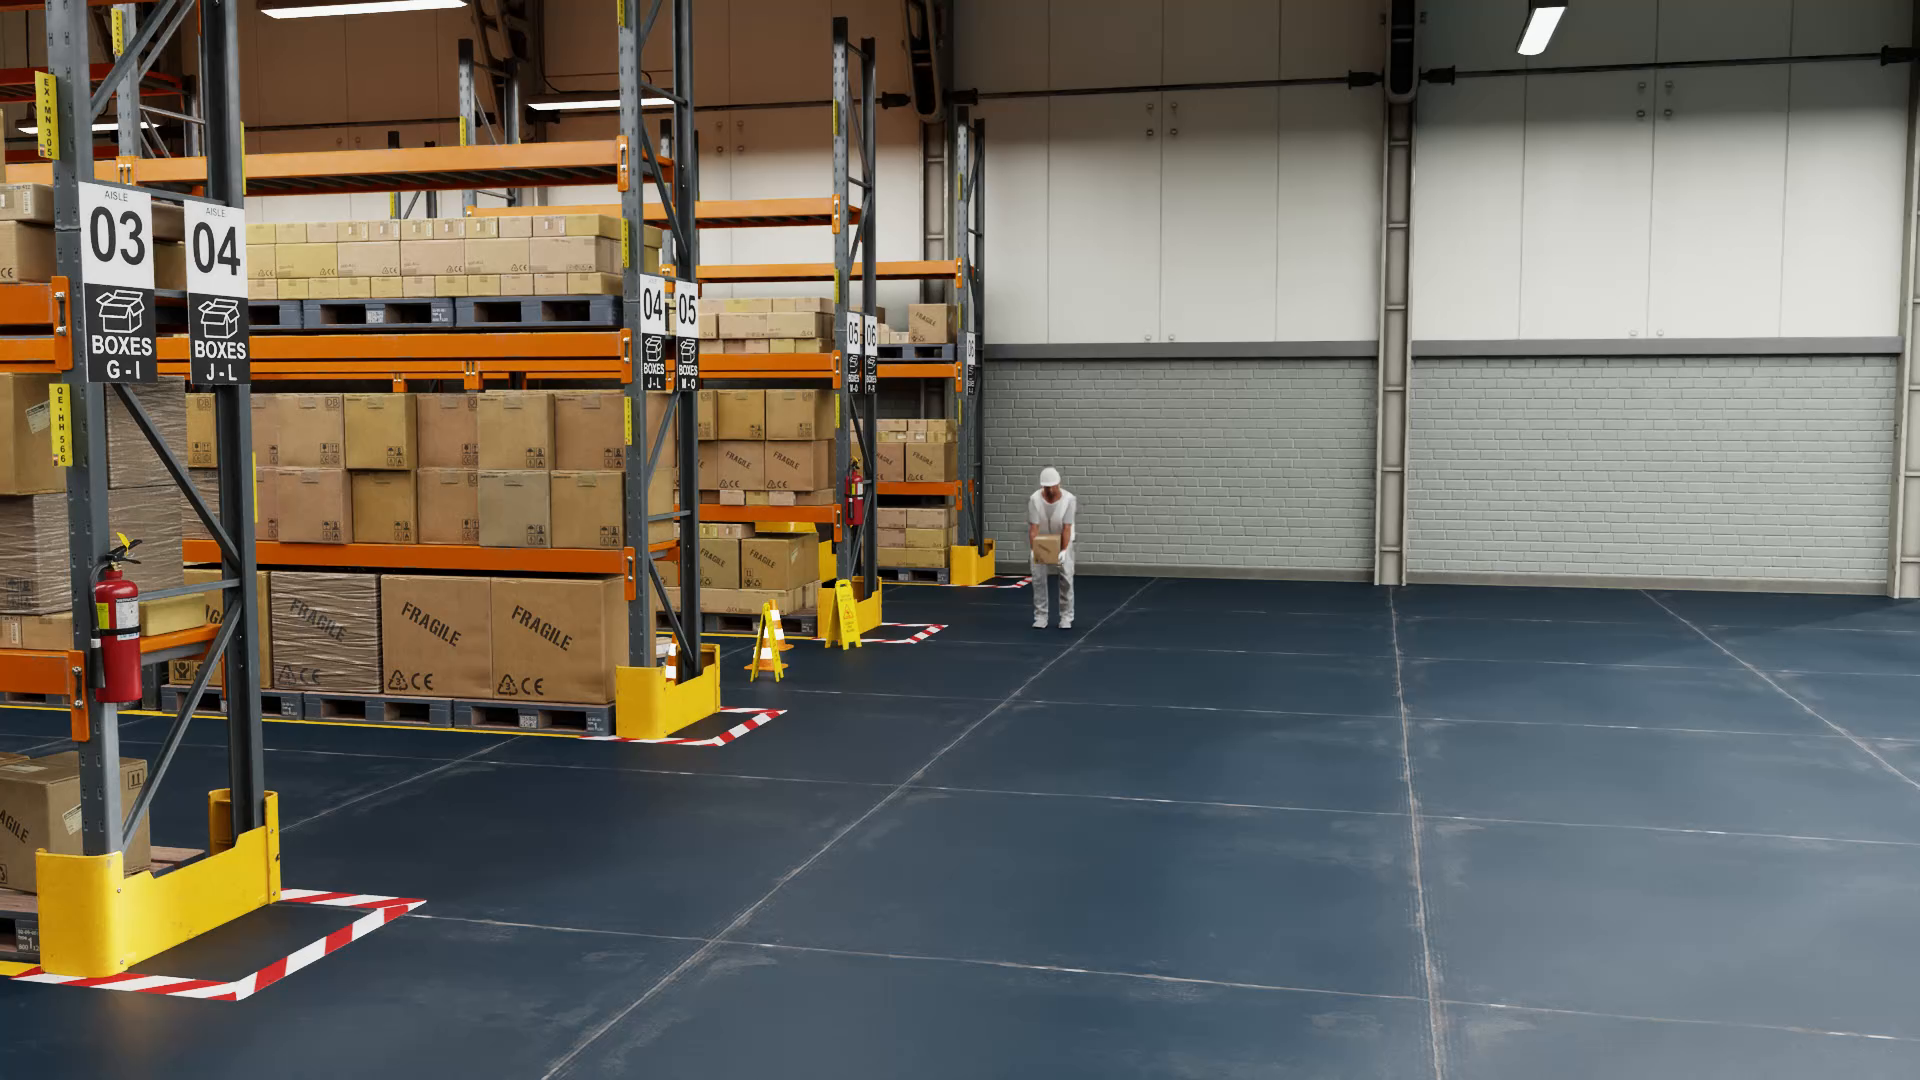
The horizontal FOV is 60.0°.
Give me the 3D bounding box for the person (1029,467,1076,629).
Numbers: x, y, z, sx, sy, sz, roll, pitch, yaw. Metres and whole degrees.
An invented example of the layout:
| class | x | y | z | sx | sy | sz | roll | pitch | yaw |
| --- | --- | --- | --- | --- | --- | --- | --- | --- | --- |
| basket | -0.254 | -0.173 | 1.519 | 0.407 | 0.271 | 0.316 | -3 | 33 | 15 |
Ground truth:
| class | x | y | z | sx | sy | sz | roll | pitch | yaw |
| --- | --- | --- | --- | --- | --- | --- | --- | --- | --- |
| person | 0.947 | 0.083 | 17.029 | 0.486 | 1.668 | 0.696 | 1 | 5 | 13 |
